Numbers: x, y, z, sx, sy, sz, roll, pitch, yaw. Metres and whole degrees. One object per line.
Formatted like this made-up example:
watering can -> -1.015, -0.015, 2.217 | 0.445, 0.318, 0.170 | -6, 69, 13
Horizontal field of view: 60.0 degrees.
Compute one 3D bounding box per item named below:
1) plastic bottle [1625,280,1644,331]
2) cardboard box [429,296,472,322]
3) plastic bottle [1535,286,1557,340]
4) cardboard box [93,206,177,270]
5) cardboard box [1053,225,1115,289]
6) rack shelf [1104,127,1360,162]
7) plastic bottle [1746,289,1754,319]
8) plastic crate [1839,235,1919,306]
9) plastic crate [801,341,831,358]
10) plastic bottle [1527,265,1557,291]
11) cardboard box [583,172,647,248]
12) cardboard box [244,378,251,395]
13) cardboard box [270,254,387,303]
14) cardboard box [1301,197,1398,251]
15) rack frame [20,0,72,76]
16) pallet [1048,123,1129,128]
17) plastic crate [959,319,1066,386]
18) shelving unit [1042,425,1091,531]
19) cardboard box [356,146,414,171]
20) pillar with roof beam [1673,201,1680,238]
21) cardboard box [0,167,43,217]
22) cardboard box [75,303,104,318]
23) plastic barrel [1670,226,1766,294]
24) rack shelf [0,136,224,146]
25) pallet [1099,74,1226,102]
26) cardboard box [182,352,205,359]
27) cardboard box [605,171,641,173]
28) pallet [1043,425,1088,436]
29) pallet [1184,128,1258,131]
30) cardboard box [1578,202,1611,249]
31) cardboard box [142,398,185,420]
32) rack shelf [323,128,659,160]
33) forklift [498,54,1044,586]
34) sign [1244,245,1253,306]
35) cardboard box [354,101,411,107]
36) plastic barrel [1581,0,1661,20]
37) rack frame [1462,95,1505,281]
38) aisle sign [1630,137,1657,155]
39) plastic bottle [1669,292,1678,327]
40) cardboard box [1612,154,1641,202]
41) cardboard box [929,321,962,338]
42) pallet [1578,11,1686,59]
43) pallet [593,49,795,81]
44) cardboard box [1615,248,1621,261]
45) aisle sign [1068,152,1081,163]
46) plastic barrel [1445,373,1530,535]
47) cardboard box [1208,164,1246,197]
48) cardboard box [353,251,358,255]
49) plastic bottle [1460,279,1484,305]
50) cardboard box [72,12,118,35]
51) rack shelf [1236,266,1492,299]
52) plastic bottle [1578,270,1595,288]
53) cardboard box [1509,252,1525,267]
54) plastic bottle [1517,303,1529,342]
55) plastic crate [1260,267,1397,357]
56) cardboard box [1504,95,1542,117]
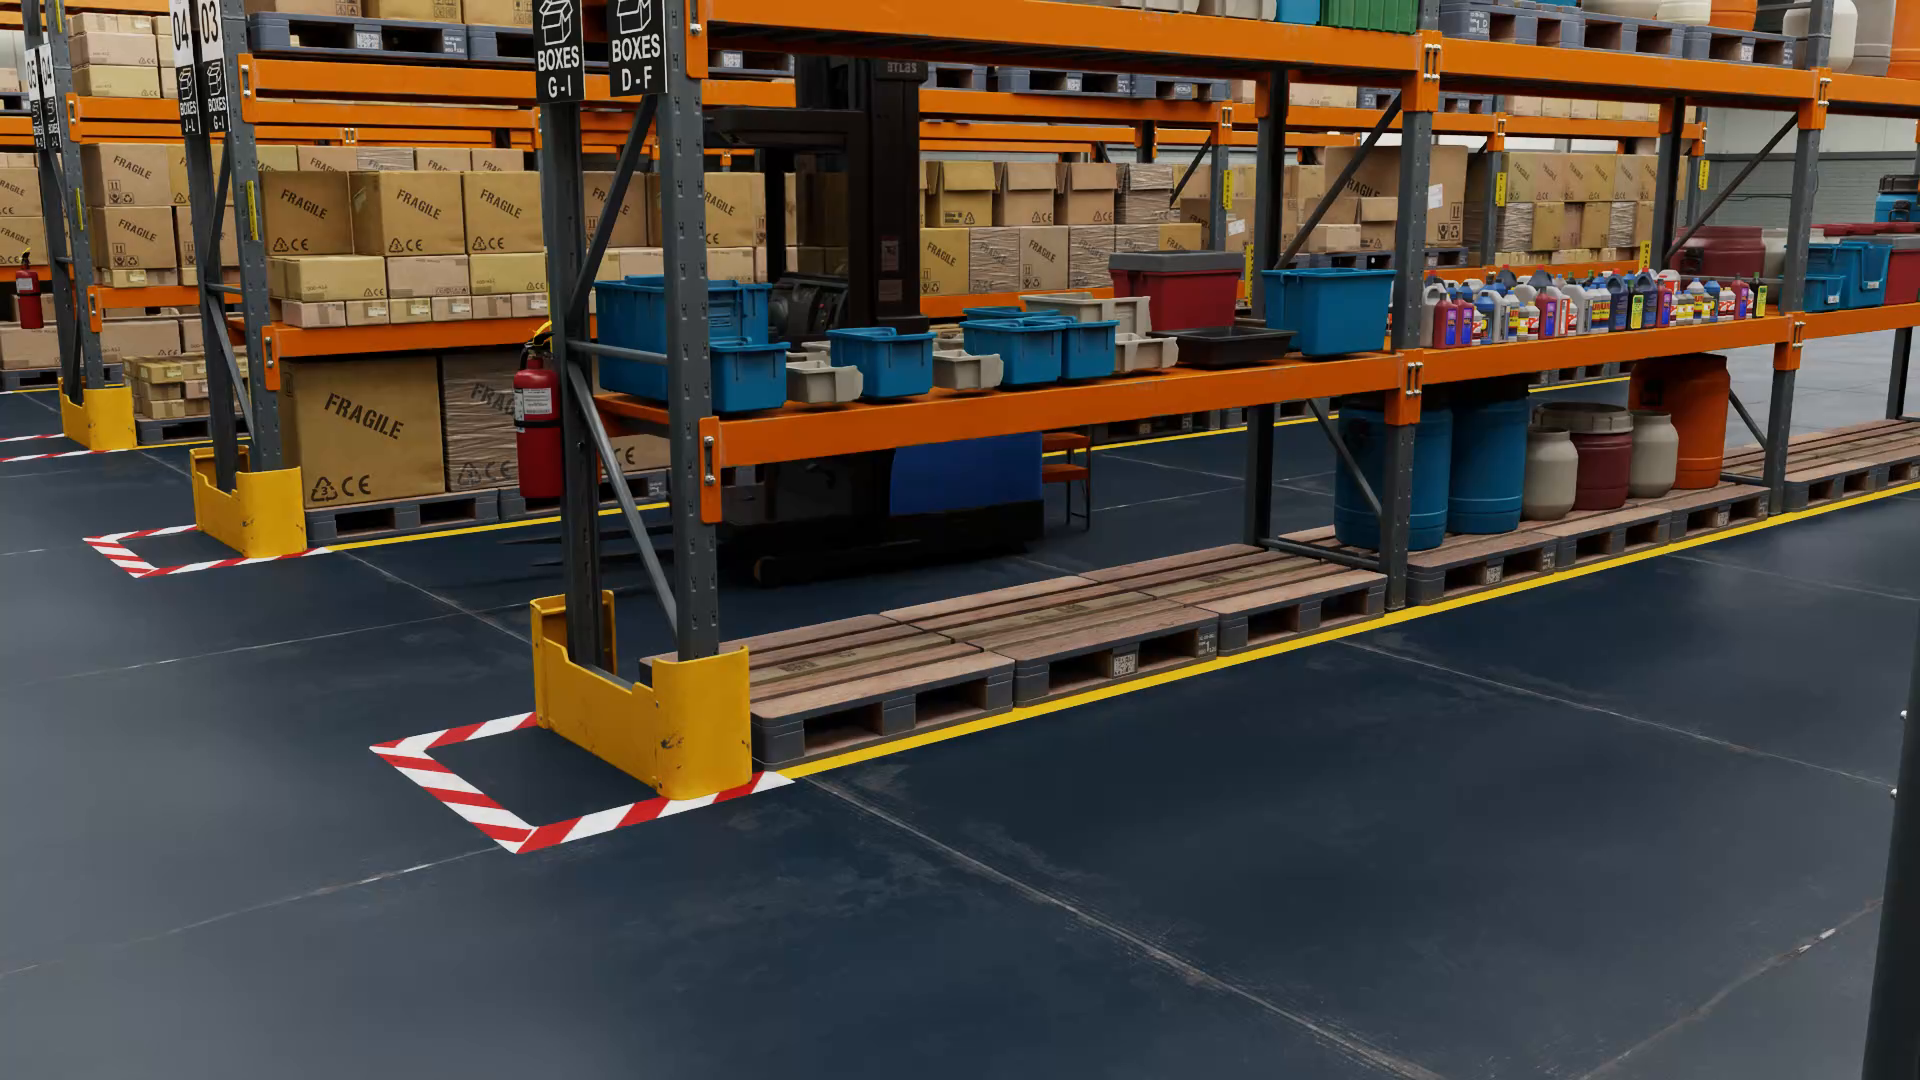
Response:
plastic bottle -> 3.842, -1.340, 9.498 | 0.133, 0.283, 0.061 | -9, 15, -38
cardboard box -> -3.224, -1.444, 10.312 | 0.250, 0.149, 0.380 | -10, 15, -39
plastic bottle -> 3.155, -1.226, 8.960 | 0.133, 0.283, 0.061 | -9, 15, -38
cardboard box -> -6.805, -2.499, 13.719 | 0.500, 0.500, 0.500 | -9, 15, -35
cardboard box -> 0.911, -2.325, 13.614 | 0.500, 0.500, 0.500 | -10, 16, -39
rack shelf -> 3.603, -5.223, 22.015 | 4.000, 0.370, 1.077 | -9, 15, -38
plastic bottle -> 4.881, -1.477, 10.343 | 0.097, 0.201, 0.097 | 0, 12, 0
plastic crate -> 6.485, -1.900, 11.699 | 0.583, 0.464, 0.402 | -9, 15, -38
plastic crate -> -0.456, -0.741, 6.887 | 0.243, 0.136, 0.396 | -9, 15, -38
plastic bottle -> 3.482, -1.473, 9.963 | 0.185, 0.351, 0.144 | -9, 15, -38
cardboard box -> -2.512, -2.280, 11.483 | 0.500, 0.500, 0.500 | -10, 16, -39
cardboard box -> -6.106, -1.362, 14.457 | 0.250, 0.149, 0.380 | -9, 15, -36
cardboard box -> -3.766, -1.564, 9.918 | 0.500, 0.250, 0.500 | -10, 16, -39
cardboard box -> 3.765, -3.047, 15.995 | 0.637, 0.503, 0.797 | -8, 14, -32
rack frame -> -7.329, -5.226, 13.073 | 0.127, 3.000, 1.000 | -9, 15, -38
pallet -> 1.357, -5.095, 20.140 | 1.217, 0.209, 0.805 | -10, 16, -40
plastic crate -> 0.212, -0.767, 6.778 | 0.300, 0.233, 0.416 | -9, 15, -38
shelving unit -> 0.533, -0.637, 10.240 | 0.503, 1.200, 0.258 | -7, 14, -30
cardboard box -> -5.212, -3.257, 14.880 | 0.500, 0.500, 0.500 | -9, 15, -36
pillar with roof beam -> 23.898, -12.146, 45.666 | 0.548, 9.000, 9.100 | -9, 15, -38
cardboard box -> -9.947, -3.635, 17.377 | 0.500, 0.500, 0.500 | -10, 15, -39
cardboard box -> -11.900, -3.089, 22.462 | 0.500, 0.500, 0.500 | -9, 15, -37
plastic barrel -> 5.205, -1.884, 11.453 | 0.708, 0.536, 0.600 | -9, 15, -38
rack shelf -> -12.042, -5.260, 22.190 | 4.000, 0.370, 1.077 | -9, 15, -38
pallet -> 1.468, -3.794, 14.009 | 1.003, 0.211, 1.213 | -9, 15, -35
cardboard box -> -6.719, -1.580, 14.769 | 0.250, 0.149, 0.380 | -10, 15, -39
cardboard box -> -4.493, -4.547, 21.674 | 0.500, 0.500, 0.500 | -10, 16, -39
pallet -> 0.323, -0.900, 13.859 | 1.213, 0.211, 1.003 | -9, 15, -38
pallet -> 3.639, -5.534, 21.961 | 1.213, 0.211, 1.003 | -9, 15, -38
cardboard box -> 6.607, -3.472, 18.301 | 0.500, 0.500, 0.875 | -9, 15, -38
cardboard box -> -6.720, -1.118, 14.025 | 0.250, 0.149, 0.380 | -9, 15, -37
rack shelf -> -5.815, -4.975, 20.845 | 4.000, 0.370, 1.077 | -9, 15, -38
forklift -> -1.035, -1.308, 9.233 | 3.031, 2.935, 1.130 | -7, 14, -30
sign -> 1.566, -1.414, 8.900 | 0.005, 0.325, 0.100 | -9, 15, -38
cardboard box -> -5.213, -3.968, 14.732 | 0.500, 0.250, 0.500 | -10, 15, -38
plastic barrel -> 3.742, -3.193, 9.384 | 0.433, 0.535, 0.433 | 0, 12, 0
rack frame -> 5.061, -3.031, 17.179 | 0.127, 3.000, 1.000 | -9, 15, -38
aisle sign -> 8.046, -4.878, 19.621 | 0.004, 0.787, 0.394 | -9, 15, -38
plastic bottle -> 4.169, -1.359, 9.785 | 0.097, 0.201, 0.097 | 0, 12, 0
cardboard box -> 7.131, -3.991, 18.340 | 0.500, 0.500, 0.500 | -9, 15, -38
cardboard box -> -0.698, -1.245, 12.874 | 0.875, 0.875, 1.225 | -9, 15, -37
pallet -> 3.343, -2.829, 9.464 | 1.213, 0.211, 1.003 | -9, 15, -38
pallet -> -1.831, -3.312, 11.496 | 1.213, 0.211, 1.003 | -9, 15, -38
cardboard box -> 7.125, -3.191, 18.541 | 0.250, 0.149, 0.380 | -9, 15, -38
aisle sign -> 1.849, -6.487, 27.198 | 0.004, 0.787, 0.394 | -9, 15, -38
plastic barrel -> 2.897, -0.528, 9.434 | 0.708, 0.901, 0.600 | -9, 15, -38
cardboard box -> 3.216, -4.630, 21.751 | 0.550, 0.550, 0.875 | -9, 15, -38
cardboard box -> -3.700, -1.717, 10.639 | 0.500, 0.250, 0.500 | -10, 15, -39
plastic bottle -> 2.980, -1.392, 9.763 | 0.135, 0.276, 0.152 | -9, 15, -38
cardboard box -> -6.933, -4.130, 13.331 | 0.250, 0.149, 0.380 | -10, 15, -38
rack shelf -> 3.500, -2.419, 16.032 | 4.000, 0.370, 1.077 | -9, 15, -38
plastic bottle -> 3.998, -1.577, 10.616 | 0.133, 0.283, 0.061 | -9, 15, -38
cardboard box -> 5.620, -2.917, 17.250 | 0.250, 0.149, 0.380 | -9, 15, -38
plastic bottle -> 2.977, -1.161, 8.853 | 0.097, 0.201, 0.097 | 0, 12, 0
plastic crate -> 1.757, -1.095, 7.957 | 0.575, 0.384, 0.392 | -9, 15, -38
cardboard box -> 5.573, -4.441, 16.963 | 0.500, 0.250, 0.500 | -10, 16, -40
